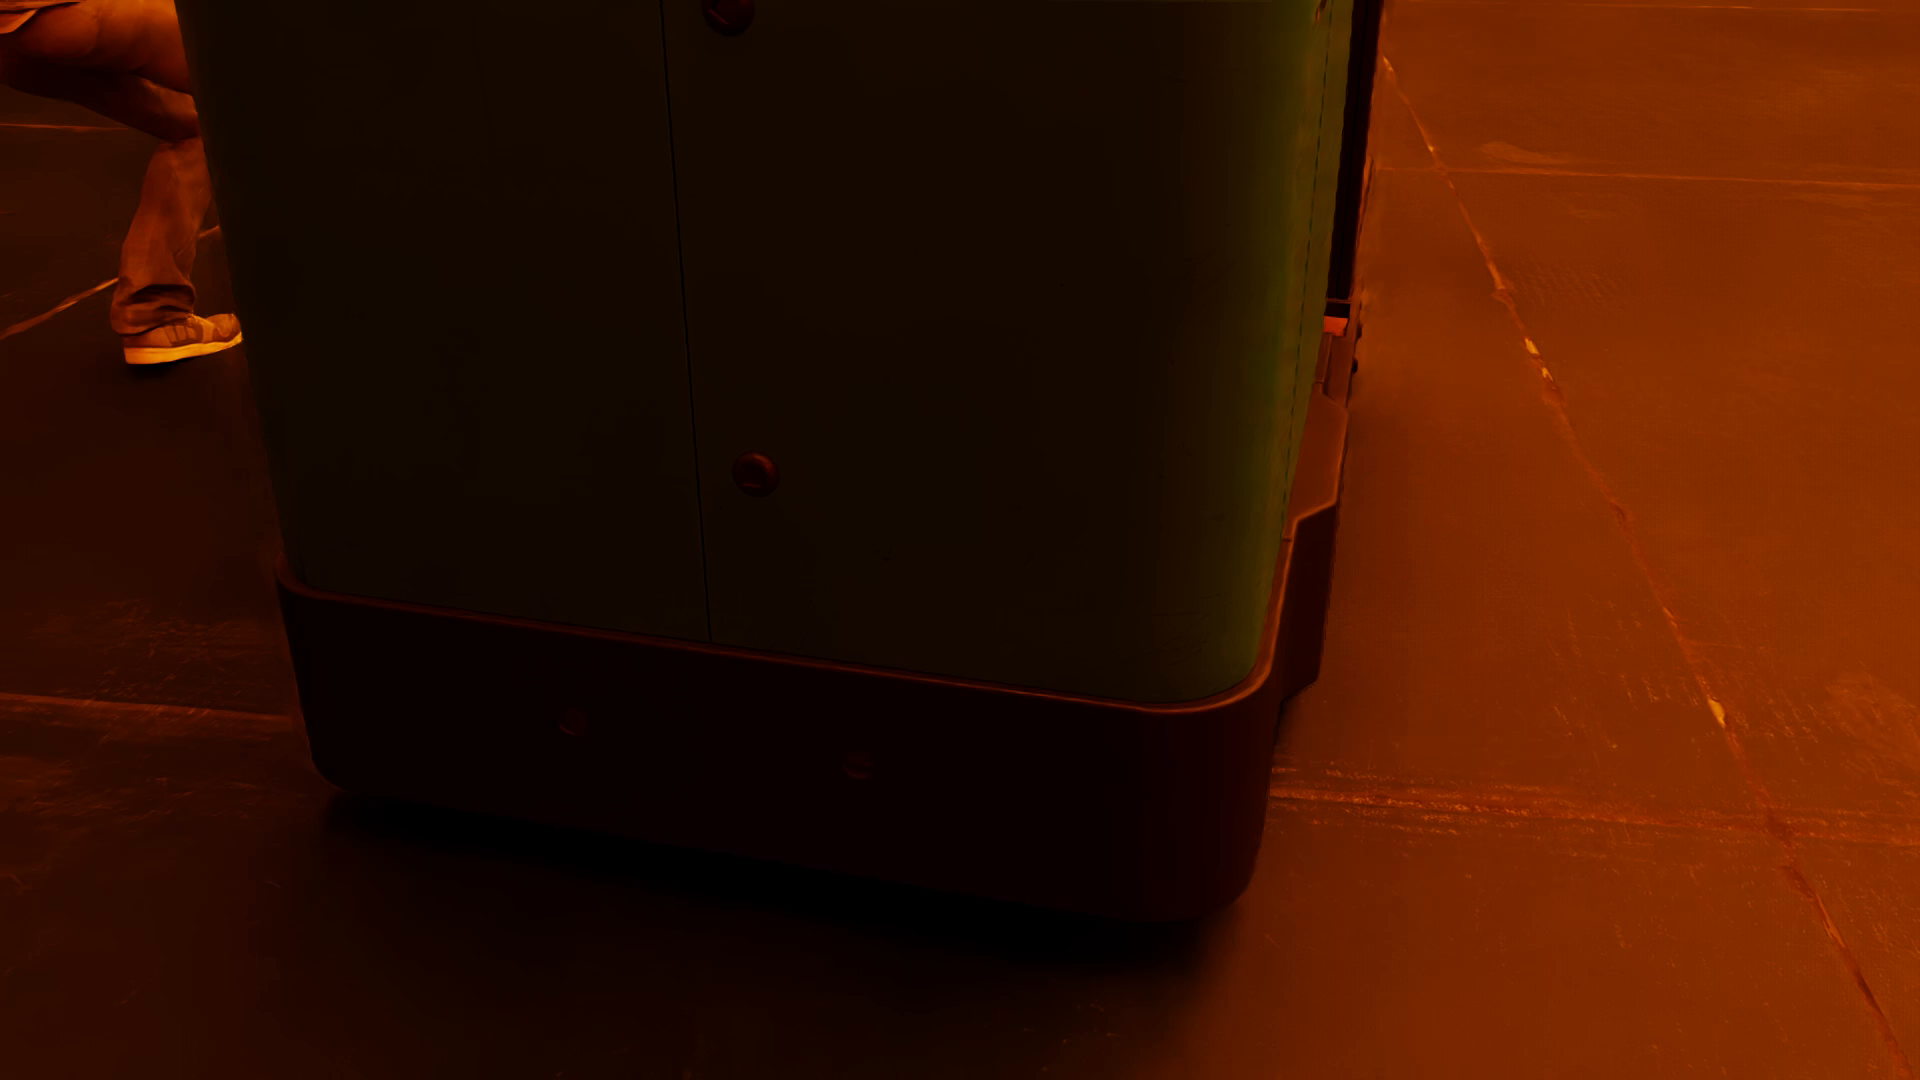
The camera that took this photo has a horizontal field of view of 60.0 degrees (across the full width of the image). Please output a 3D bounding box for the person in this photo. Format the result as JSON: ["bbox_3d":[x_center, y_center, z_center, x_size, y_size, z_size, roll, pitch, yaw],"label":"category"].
[{"bbox_3d":[-1.400,-1.029,3.069,1.090,1.364,0.820,13,29,24],"label":"person"}]

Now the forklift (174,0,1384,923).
[{"bbox_3d":[0.141,-1.581,2.385,1.130,2.935,3.031,7,27,13],"label":"forklift"}]
